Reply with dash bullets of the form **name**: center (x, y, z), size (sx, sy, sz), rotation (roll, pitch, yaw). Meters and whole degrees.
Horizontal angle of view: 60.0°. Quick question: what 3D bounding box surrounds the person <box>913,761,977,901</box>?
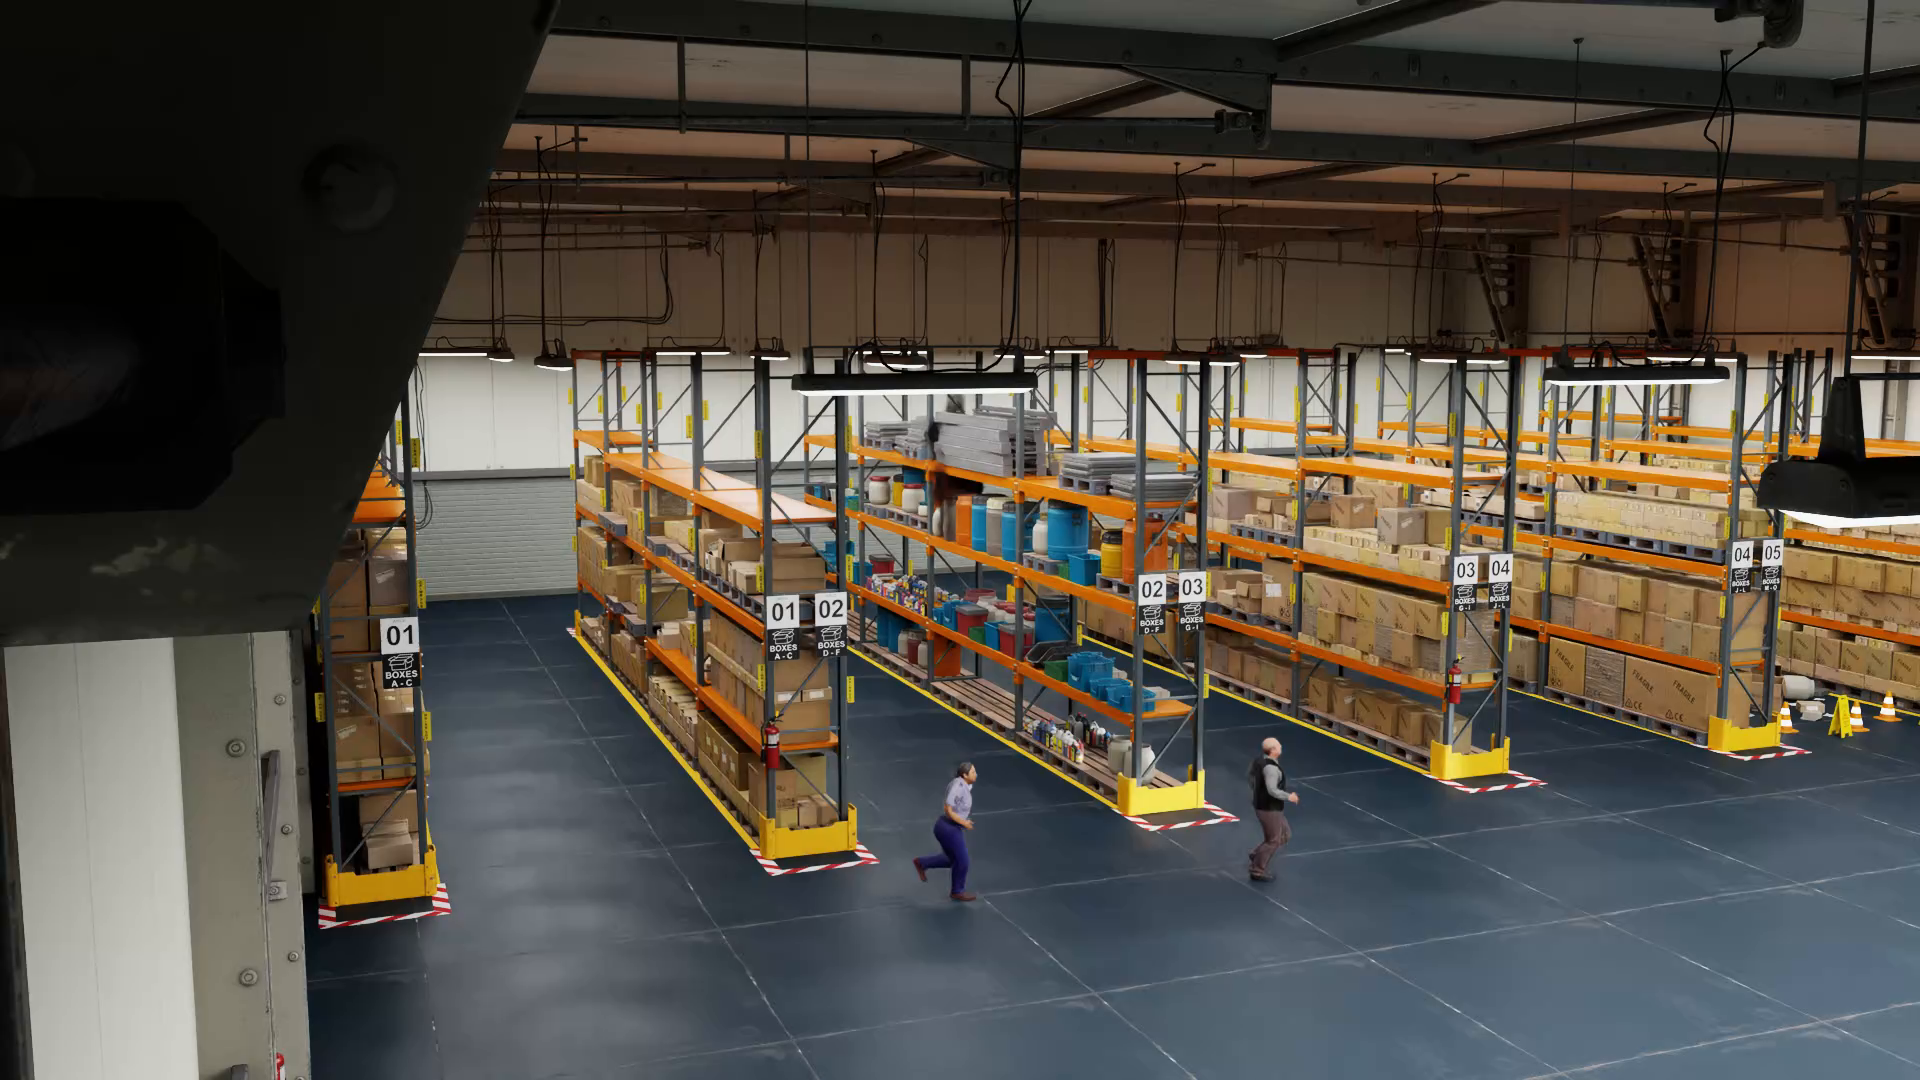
- **person**: center (-0.178, 3.254, 18.615), size (0.744, 1.598, 0.592), rotation (1, 7, 11)

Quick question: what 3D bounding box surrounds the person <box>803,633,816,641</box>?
- **person**: center (-2.560, 1.669, 28.728), size (0.654, 1.662, 0.751), rotation (-3, 8, -23)

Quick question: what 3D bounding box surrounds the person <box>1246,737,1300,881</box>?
- **person**: center (3.630, 3.109, 19.231), size (0.562, 1.684, 0.674), rotation (0, 7, 1)
